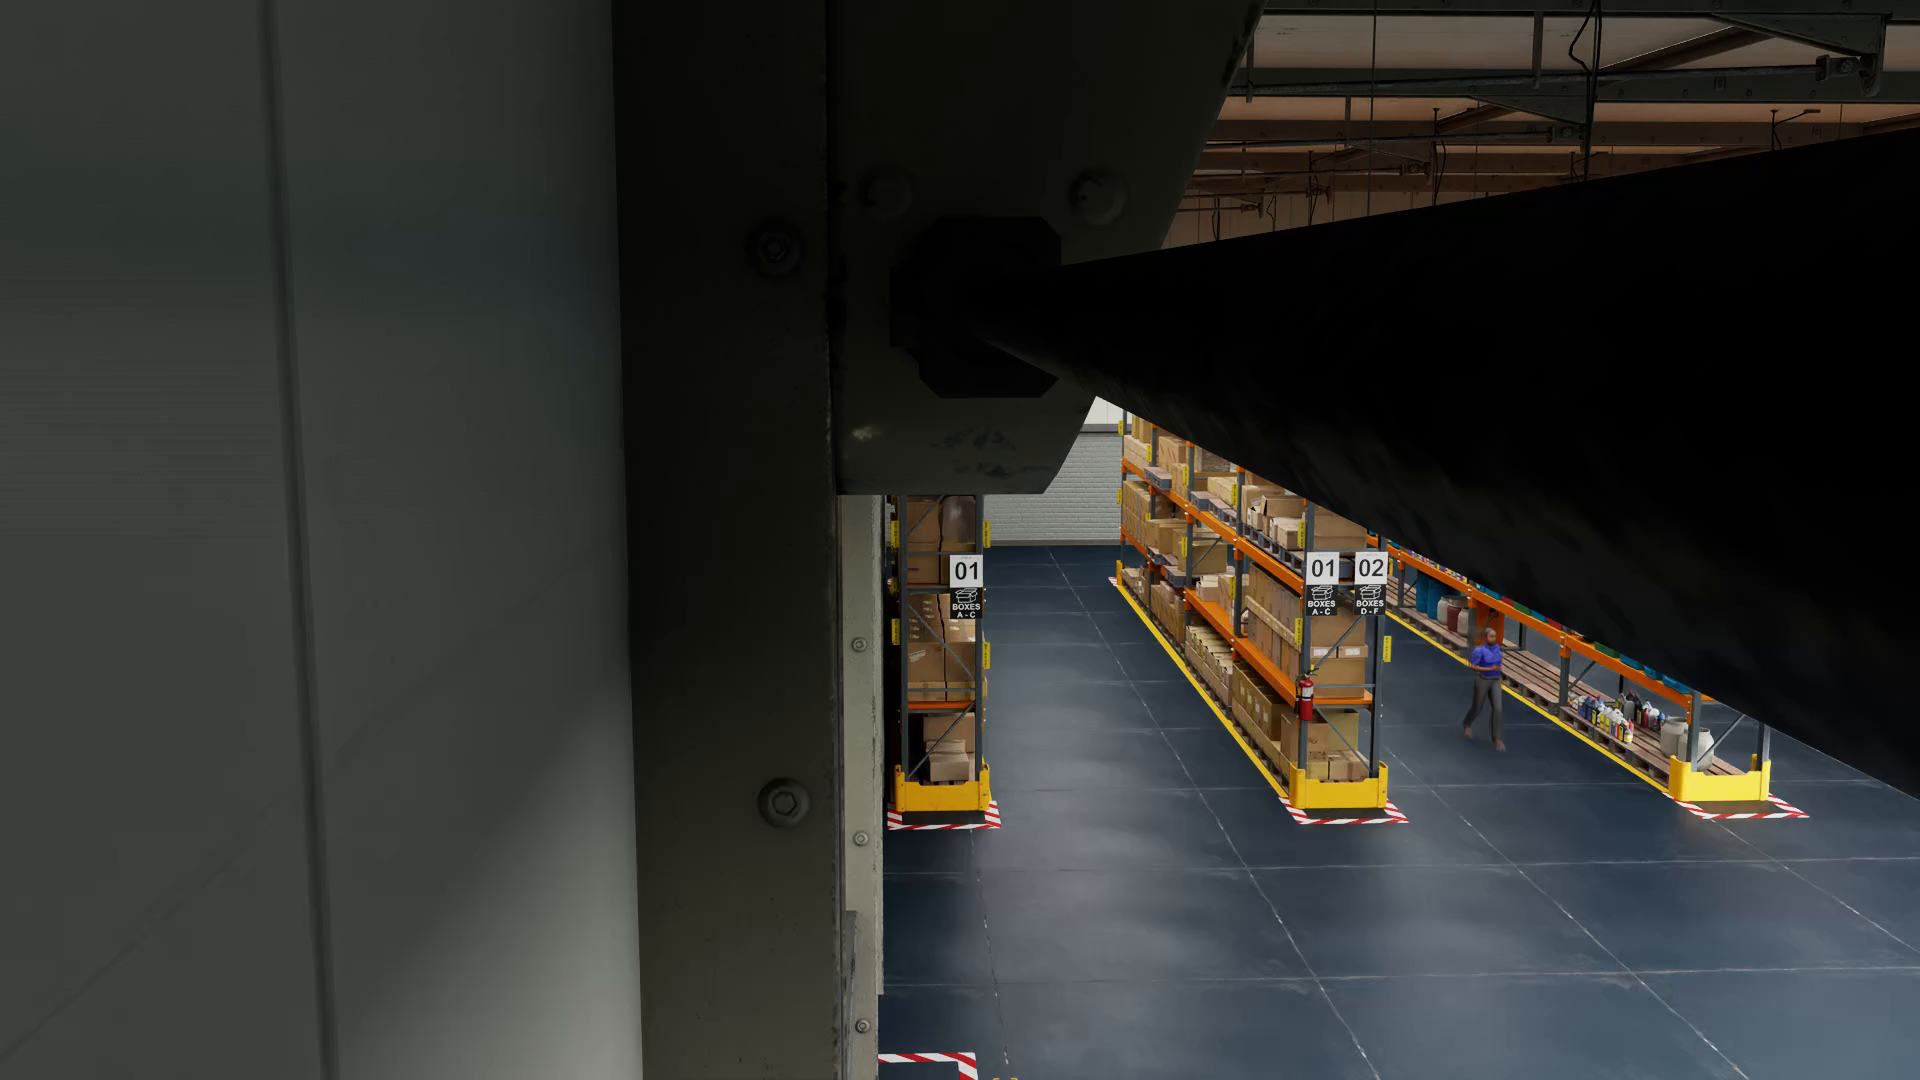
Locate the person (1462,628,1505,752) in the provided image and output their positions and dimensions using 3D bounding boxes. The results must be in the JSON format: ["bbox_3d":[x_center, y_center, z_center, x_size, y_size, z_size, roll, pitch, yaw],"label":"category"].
[{"bbox_3d":[7.399,2.057,23.408,0.595,1.685,0.870,-2,9,-15],"label":"person"}]
